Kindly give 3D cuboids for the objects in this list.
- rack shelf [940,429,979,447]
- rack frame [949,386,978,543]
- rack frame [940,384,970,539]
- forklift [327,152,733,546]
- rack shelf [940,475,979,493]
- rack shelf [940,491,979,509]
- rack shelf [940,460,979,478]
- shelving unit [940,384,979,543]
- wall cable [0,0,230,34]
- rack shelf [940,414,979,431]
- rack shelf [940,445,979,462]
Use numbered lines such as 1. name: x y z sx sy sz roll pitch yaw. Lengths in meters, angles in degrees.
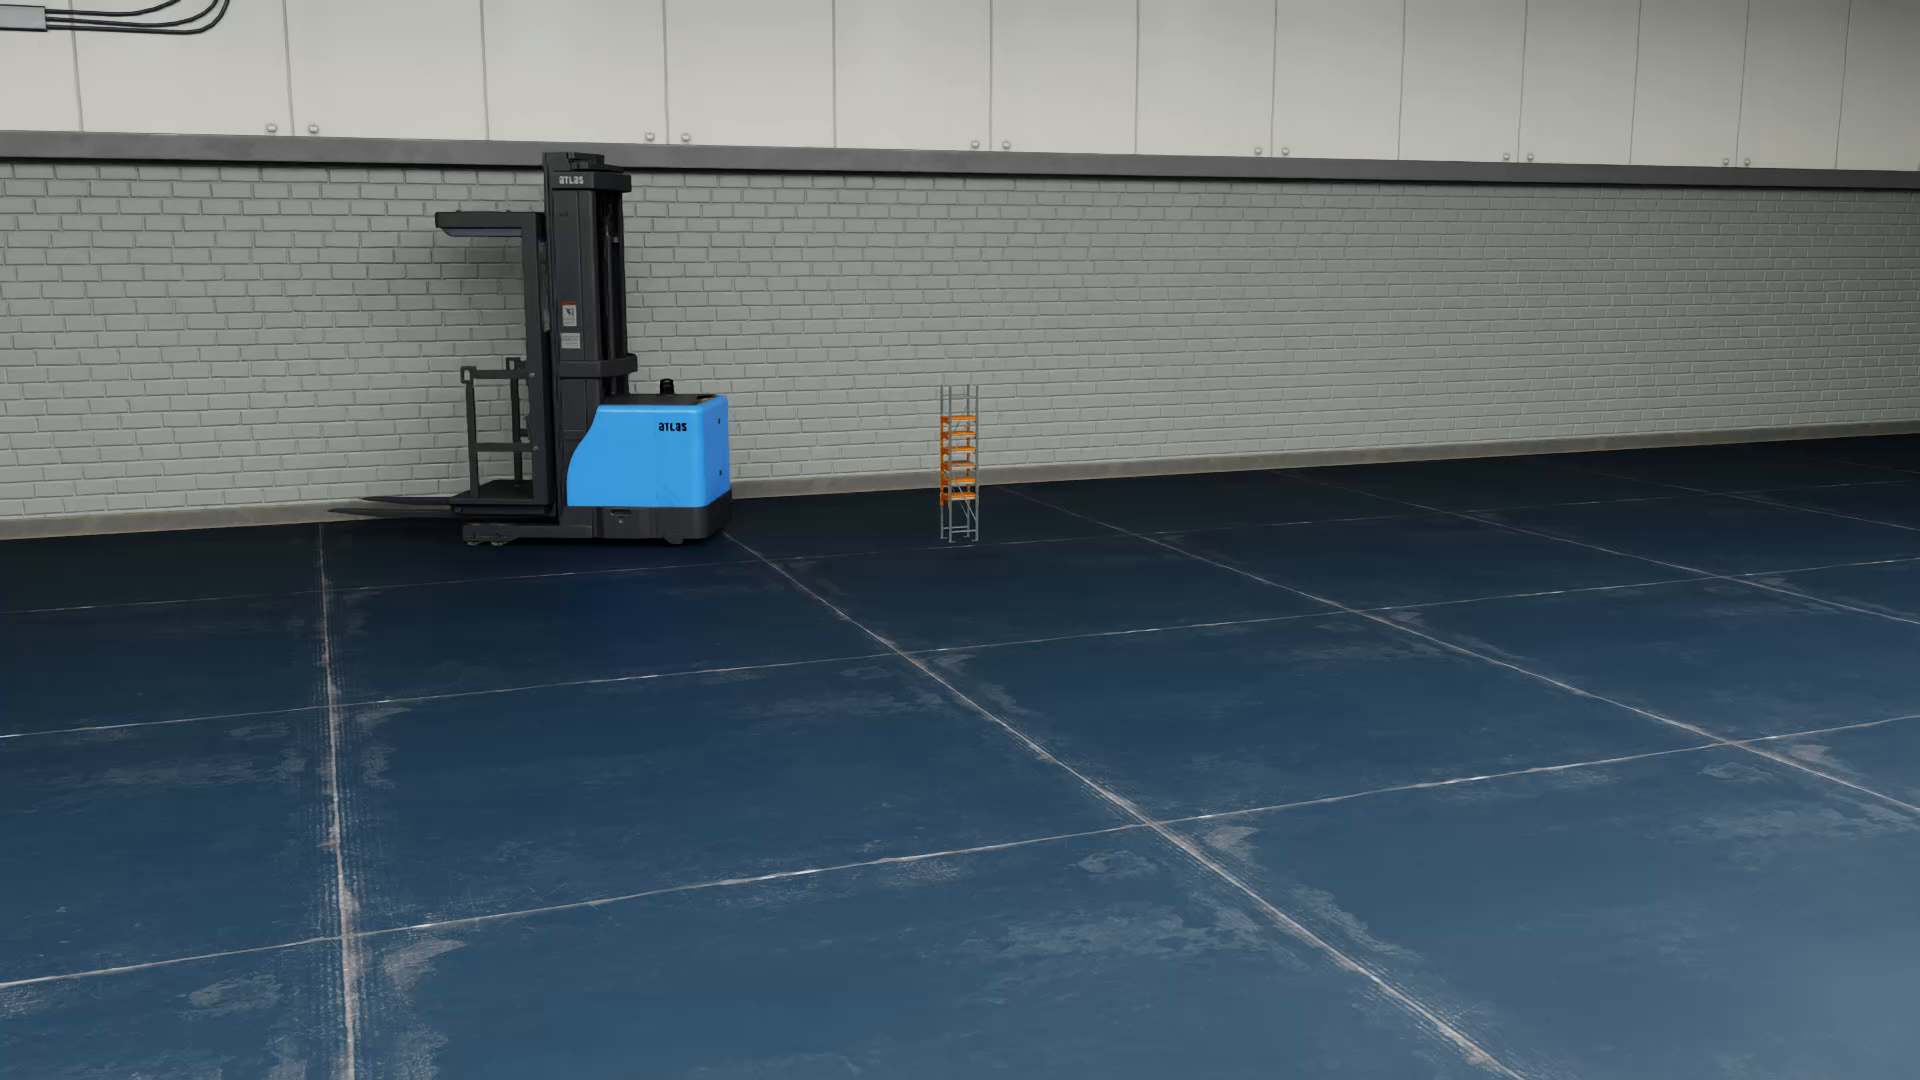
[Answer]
1. rack shelf: -0.005 -0.786 12.794 0.258 0.103 0.180 -4 11 -21
2. rack frame: 0.028 -0.578 12.744 0.240 1.200 0.006 -4 11 -21
3. rack frame: -0.038 -0.608 12.912 0.240 1.200 0.006 -4 11 -21
4. forklift: -3.387 -1.490 12.926 3.031 2.935 1.130 1 10 4
5. rack shelf: -0.005 -0.431 12.857 0.258 0.103 0.180 -4 11 -21
6. rack shelf: -0.005 -0.313 12.878 0.258 0.103 0.180 -4 11 -21
7. rack shelf: -0.005 -0.549 12.836 0.258 0.103 0.180 -4 11 -21
8. shelving unit: -0.005 -0.593 12.828 0.258 1.200 0.189 -4 11 -21
9. wall cable: -6.678 -6.151 12.091 2.305 6.003 0.169 -4 11 -21
10. rack shelf: -0.005 -0.904 12.773 0.258 0.103 0.180 -4 11 -21
11. rack shelf: -0.005 -0.667 12.815 0.258 0.103 0.180 -4 11 -21
